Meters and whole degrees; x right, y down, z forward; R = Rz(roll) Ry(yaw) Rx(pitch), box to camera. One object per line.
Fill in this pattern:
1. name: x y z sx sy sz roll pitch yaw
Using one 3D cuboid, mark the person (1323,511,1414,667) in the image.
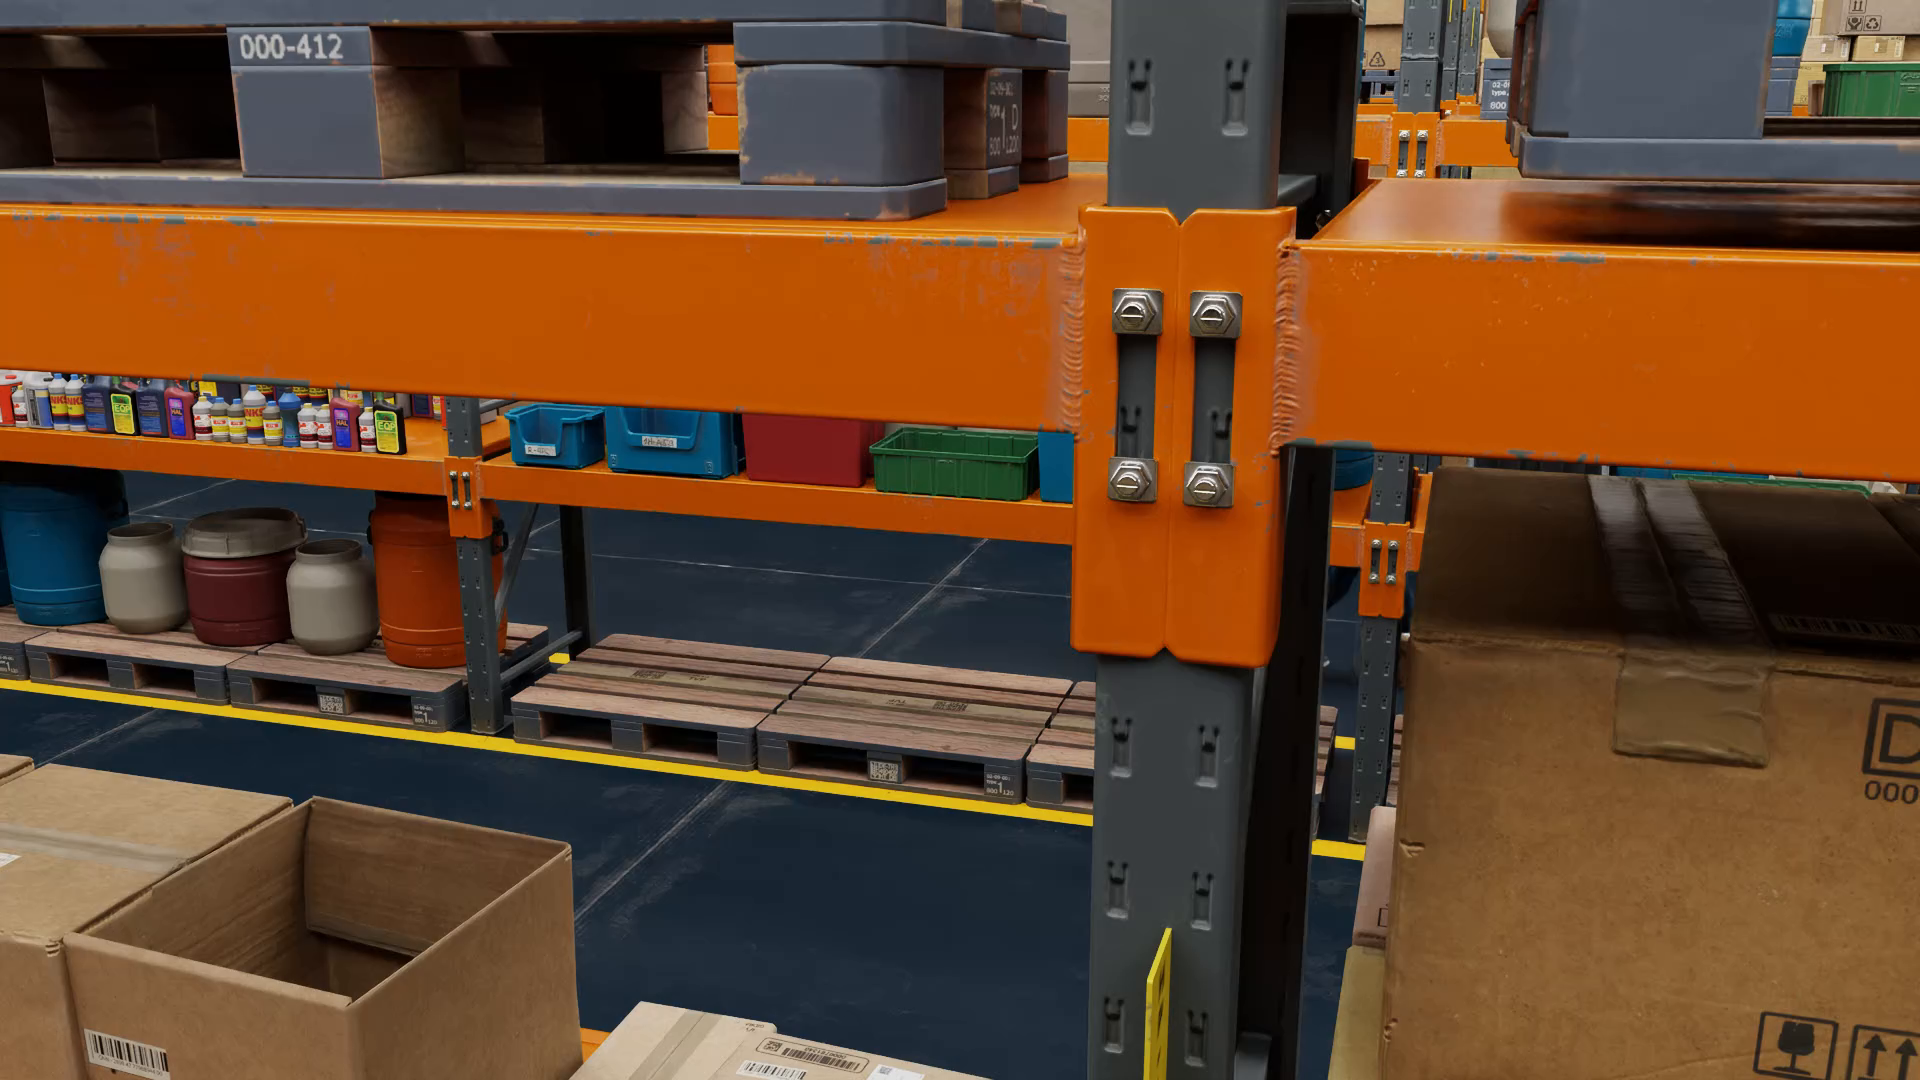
1. person: 2.085 -0.077 8.272 0.951 1.536 0.450 5 16 17
